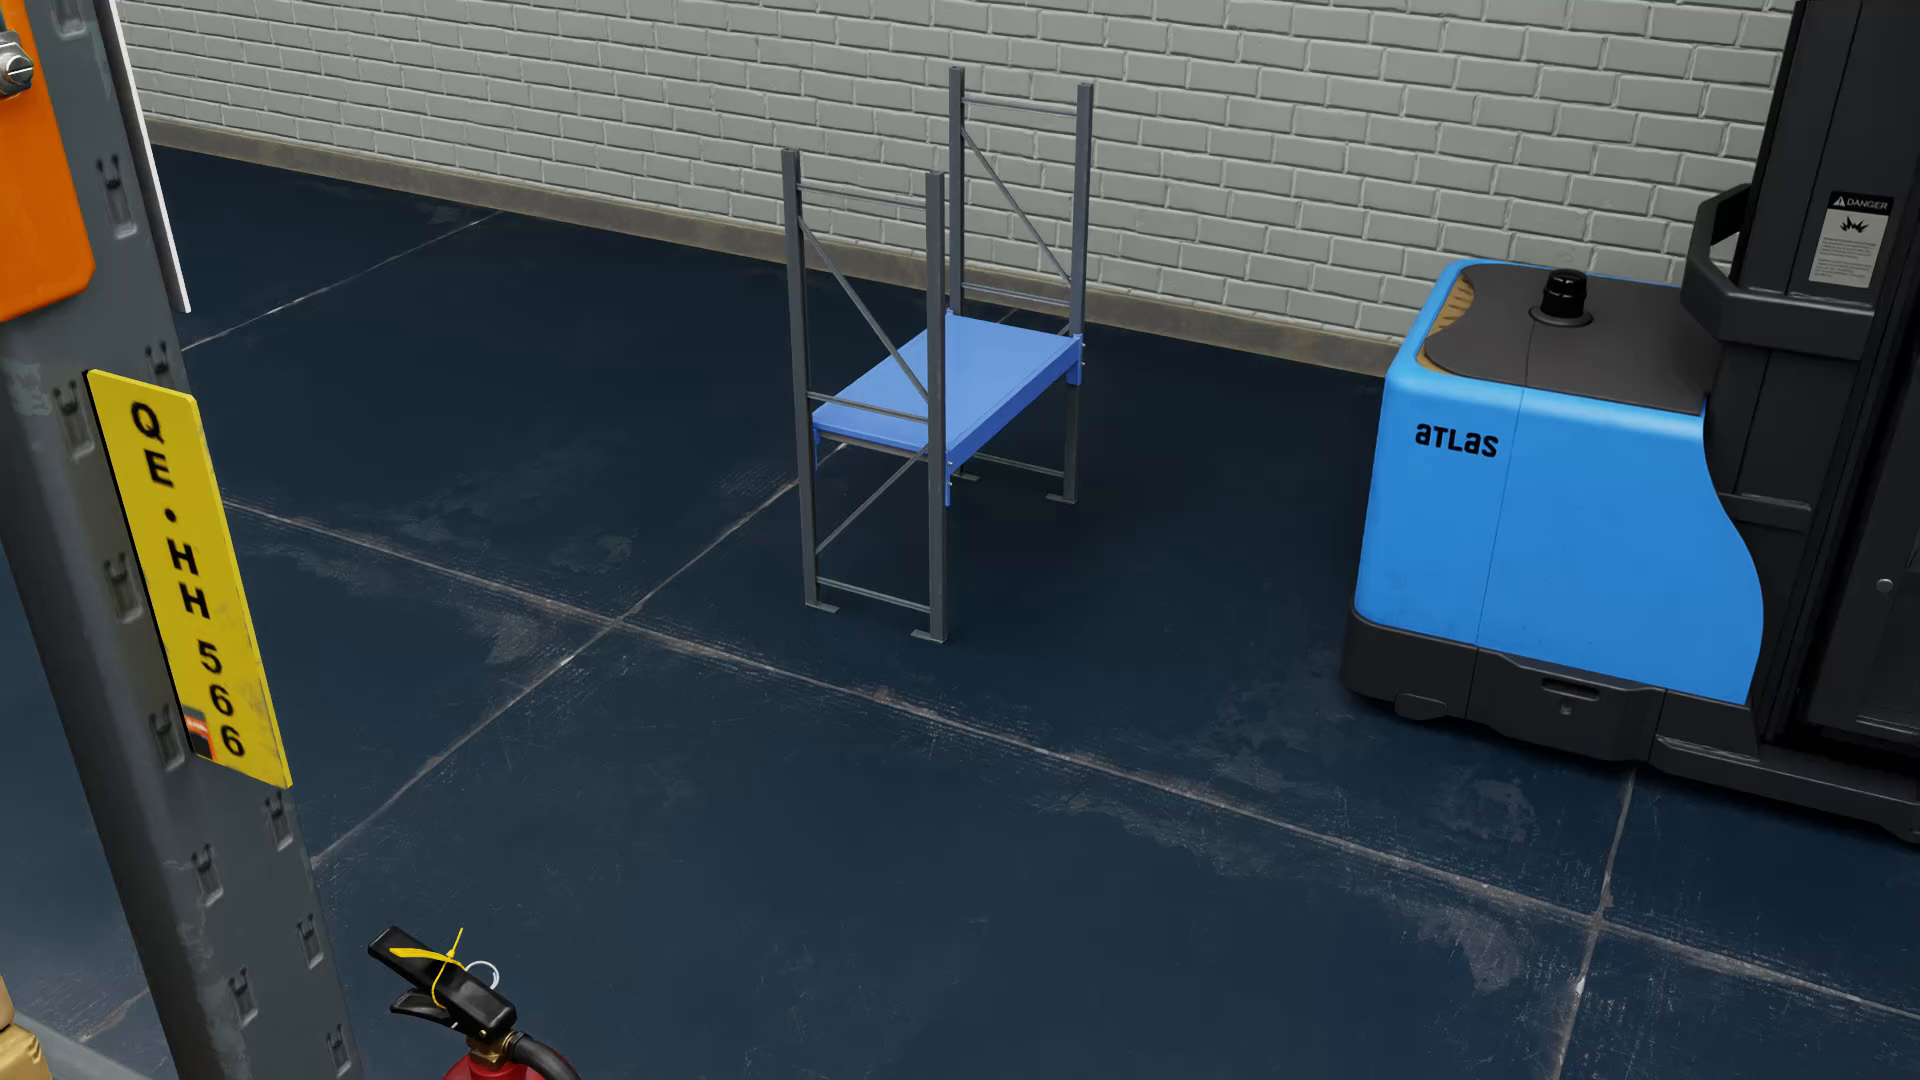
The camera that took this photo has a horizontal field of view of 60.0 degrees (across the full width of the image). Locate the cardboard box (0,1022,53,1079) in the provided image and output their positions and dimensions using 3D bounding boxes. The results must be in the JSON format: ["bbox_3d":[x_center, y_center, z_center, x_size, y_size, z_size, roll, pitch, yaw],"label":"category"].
[{"bbox_3d":[-1.010,0.626,1.249,0.500,0.500,0.500,15,33,24],"label":"cardboard box"}]

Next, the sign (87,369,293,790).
[{"bbox_3d":[-0.550,0.036,1.195,0.100,0.325,0.005,14,33,23],"label":"sign"}]

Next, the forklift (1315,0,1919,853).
[{"bbox_3d":[2.615,-0.720,4.061,3.031,2.935,1.130,13,32,21],"label":"forklift"}]

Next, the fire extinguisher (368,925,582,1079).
[{"bbox_3d":[-0.509,0.729,1.921,0.296,0.674,0.183,14,33,23],"label":"fire extinguisher"}]

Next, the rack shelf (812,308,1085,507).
[{"bbox_3d":[-0.039,-0.457,5.400,0.538,0.185,1.000,14,33,23],"label":"rack shelf"}]

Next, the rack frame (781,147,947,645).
[{"bbox_3d":[-0.270,-0.387,4.918,0.500,1.500,0.032,14,33,23],"label":"rack frame"}]

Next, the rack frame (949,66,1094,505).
[{"bbox_3d":[0.193,-0.838,5.703,0.500,1.500,0.032,14,33,23],"label":"rack frame"}]

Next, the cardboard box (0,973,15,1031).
[{"bbox_3d":[-1.022,0.194,0.997,0.500,0.500,0.500,14,33,22],"label":"cardboard box"}]

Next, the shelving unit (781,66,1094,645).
[{"bbox_3d":[-0.039,-0.613,5.311,0.538,1.500,1.048,14,33,23],"label":"shelving unit"}]

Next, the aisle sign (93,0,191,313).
[{"bbox_3d":[-0.734,-0.551,1.087,0.394,0.787,0.004,14,33,23],"label":"aisle sign"}]
